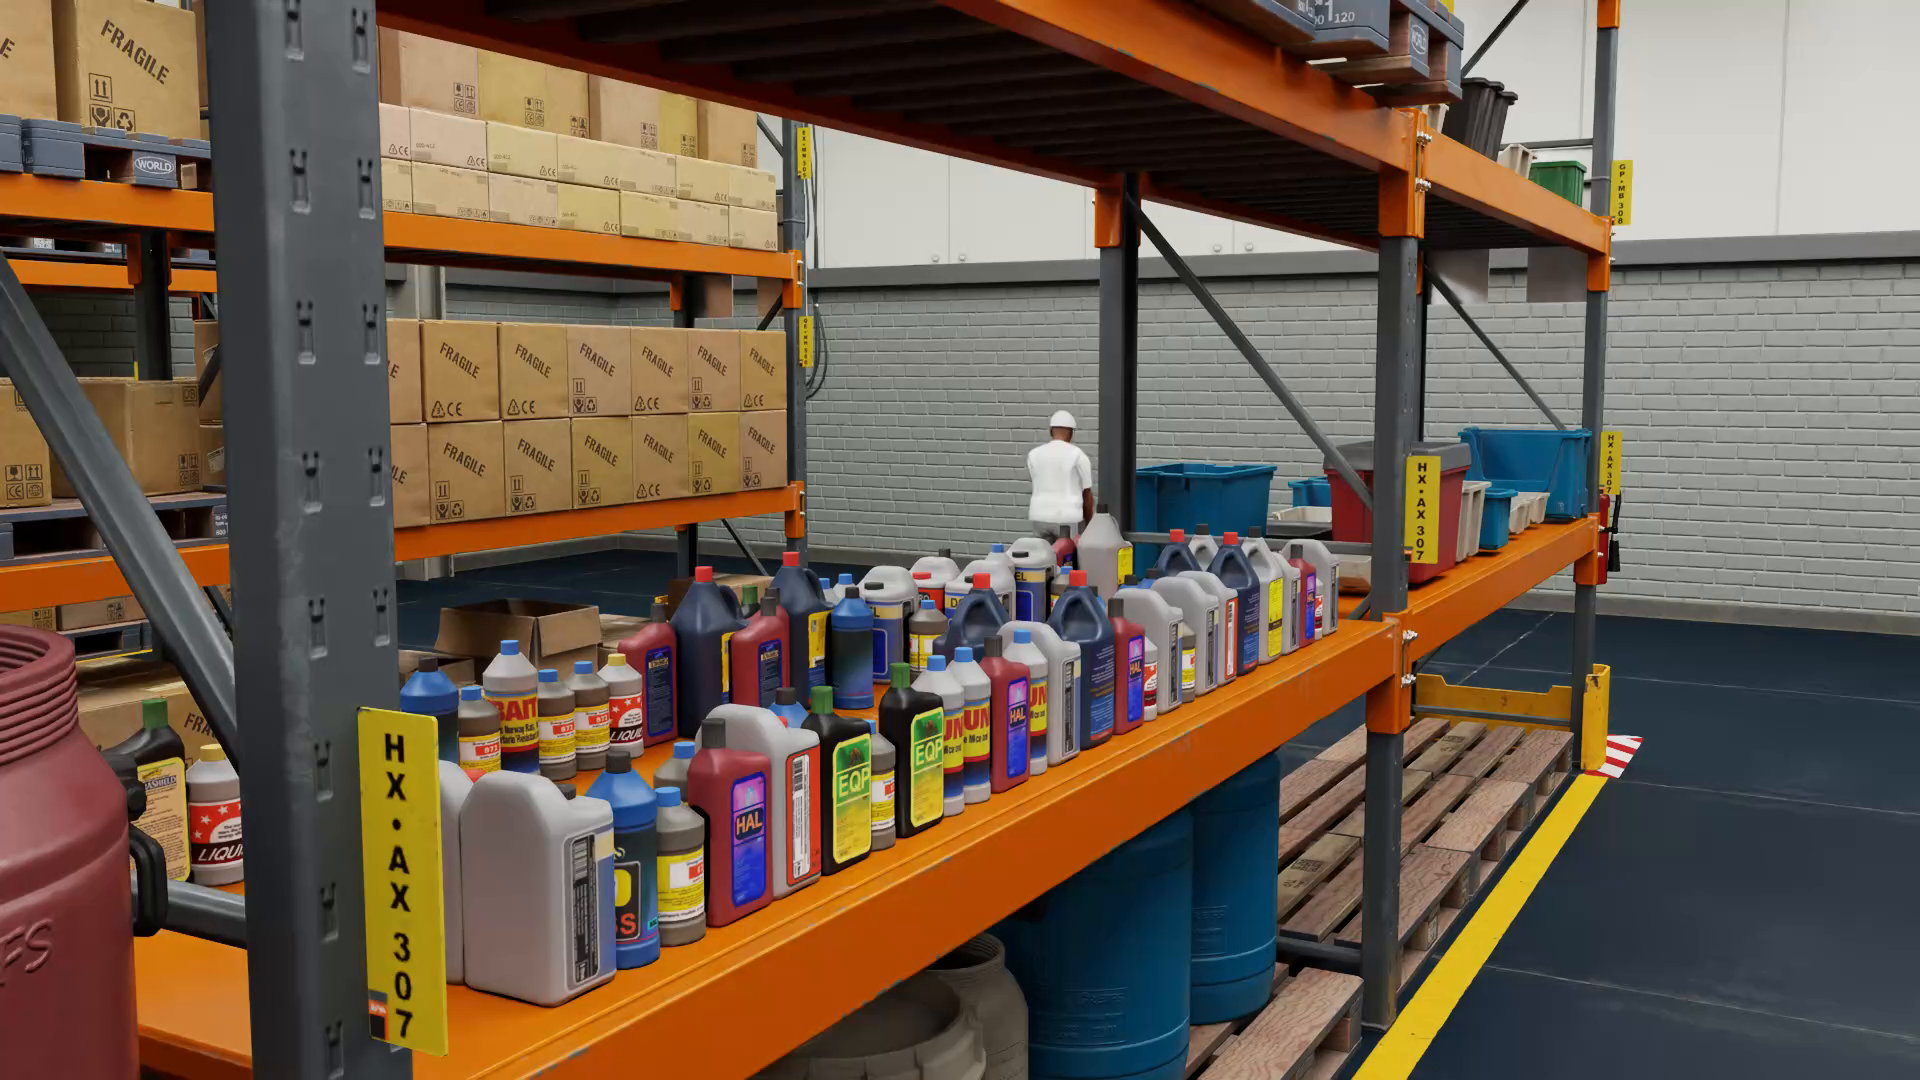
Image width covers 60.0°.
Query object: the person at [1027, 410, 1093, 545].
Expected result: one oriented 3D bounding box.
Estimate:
[{"bbox_3d":[0.791,-0.143,13.018,0.503,1.743,0.591,3,7,27],"label":"person"}]
